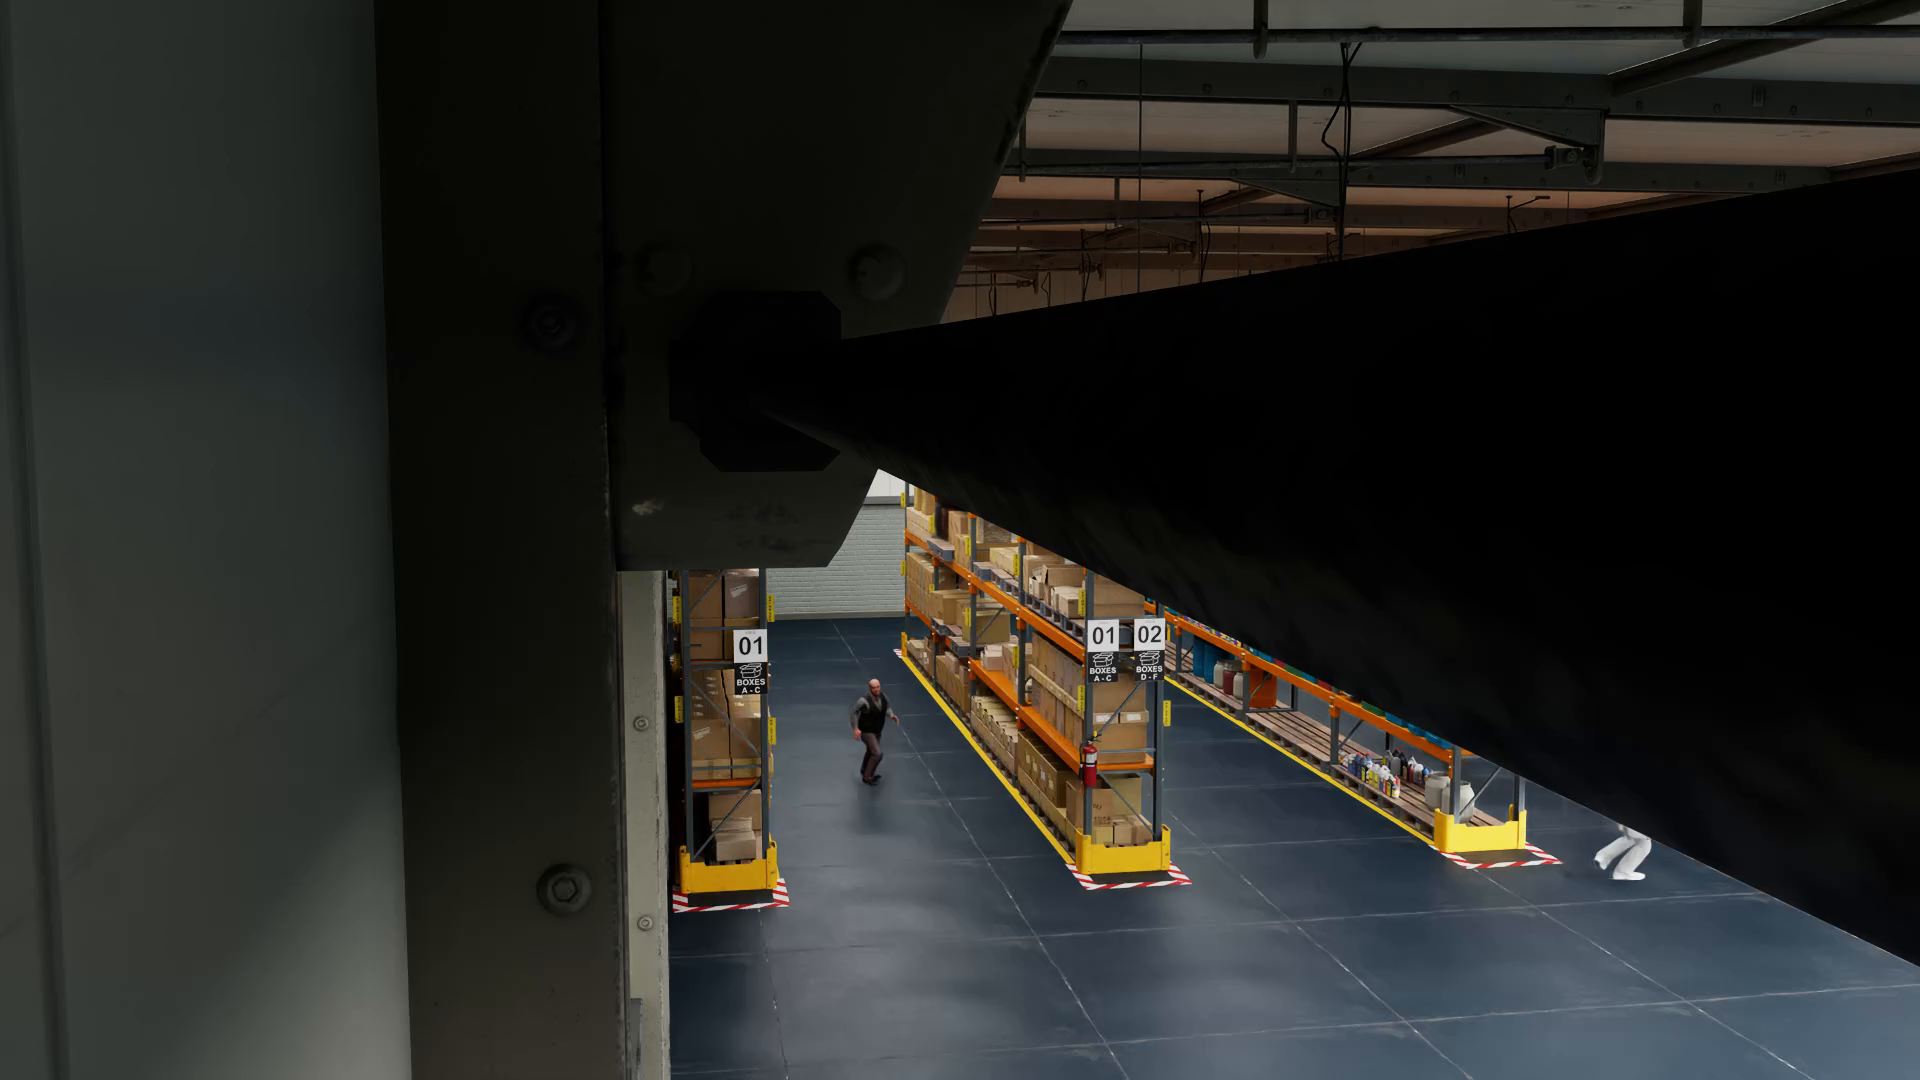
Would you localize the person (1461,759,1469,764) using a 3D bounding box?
[{"bbox_3d":[8.011,2.744,26.640,0.837,1.737,0.685,3,7,27],"label":"person"}]

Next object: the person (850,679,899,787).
[{"bbox_3d":[-1.292,2.928,25.272,0.826,1.679,0.666,4,7,32],"label":"person"}]

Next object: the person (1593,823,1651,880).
[{"bbox_3d":[8.304,3.392,20.486,0.882,1.628,0.669,0,6,2],"label":"person"}]
